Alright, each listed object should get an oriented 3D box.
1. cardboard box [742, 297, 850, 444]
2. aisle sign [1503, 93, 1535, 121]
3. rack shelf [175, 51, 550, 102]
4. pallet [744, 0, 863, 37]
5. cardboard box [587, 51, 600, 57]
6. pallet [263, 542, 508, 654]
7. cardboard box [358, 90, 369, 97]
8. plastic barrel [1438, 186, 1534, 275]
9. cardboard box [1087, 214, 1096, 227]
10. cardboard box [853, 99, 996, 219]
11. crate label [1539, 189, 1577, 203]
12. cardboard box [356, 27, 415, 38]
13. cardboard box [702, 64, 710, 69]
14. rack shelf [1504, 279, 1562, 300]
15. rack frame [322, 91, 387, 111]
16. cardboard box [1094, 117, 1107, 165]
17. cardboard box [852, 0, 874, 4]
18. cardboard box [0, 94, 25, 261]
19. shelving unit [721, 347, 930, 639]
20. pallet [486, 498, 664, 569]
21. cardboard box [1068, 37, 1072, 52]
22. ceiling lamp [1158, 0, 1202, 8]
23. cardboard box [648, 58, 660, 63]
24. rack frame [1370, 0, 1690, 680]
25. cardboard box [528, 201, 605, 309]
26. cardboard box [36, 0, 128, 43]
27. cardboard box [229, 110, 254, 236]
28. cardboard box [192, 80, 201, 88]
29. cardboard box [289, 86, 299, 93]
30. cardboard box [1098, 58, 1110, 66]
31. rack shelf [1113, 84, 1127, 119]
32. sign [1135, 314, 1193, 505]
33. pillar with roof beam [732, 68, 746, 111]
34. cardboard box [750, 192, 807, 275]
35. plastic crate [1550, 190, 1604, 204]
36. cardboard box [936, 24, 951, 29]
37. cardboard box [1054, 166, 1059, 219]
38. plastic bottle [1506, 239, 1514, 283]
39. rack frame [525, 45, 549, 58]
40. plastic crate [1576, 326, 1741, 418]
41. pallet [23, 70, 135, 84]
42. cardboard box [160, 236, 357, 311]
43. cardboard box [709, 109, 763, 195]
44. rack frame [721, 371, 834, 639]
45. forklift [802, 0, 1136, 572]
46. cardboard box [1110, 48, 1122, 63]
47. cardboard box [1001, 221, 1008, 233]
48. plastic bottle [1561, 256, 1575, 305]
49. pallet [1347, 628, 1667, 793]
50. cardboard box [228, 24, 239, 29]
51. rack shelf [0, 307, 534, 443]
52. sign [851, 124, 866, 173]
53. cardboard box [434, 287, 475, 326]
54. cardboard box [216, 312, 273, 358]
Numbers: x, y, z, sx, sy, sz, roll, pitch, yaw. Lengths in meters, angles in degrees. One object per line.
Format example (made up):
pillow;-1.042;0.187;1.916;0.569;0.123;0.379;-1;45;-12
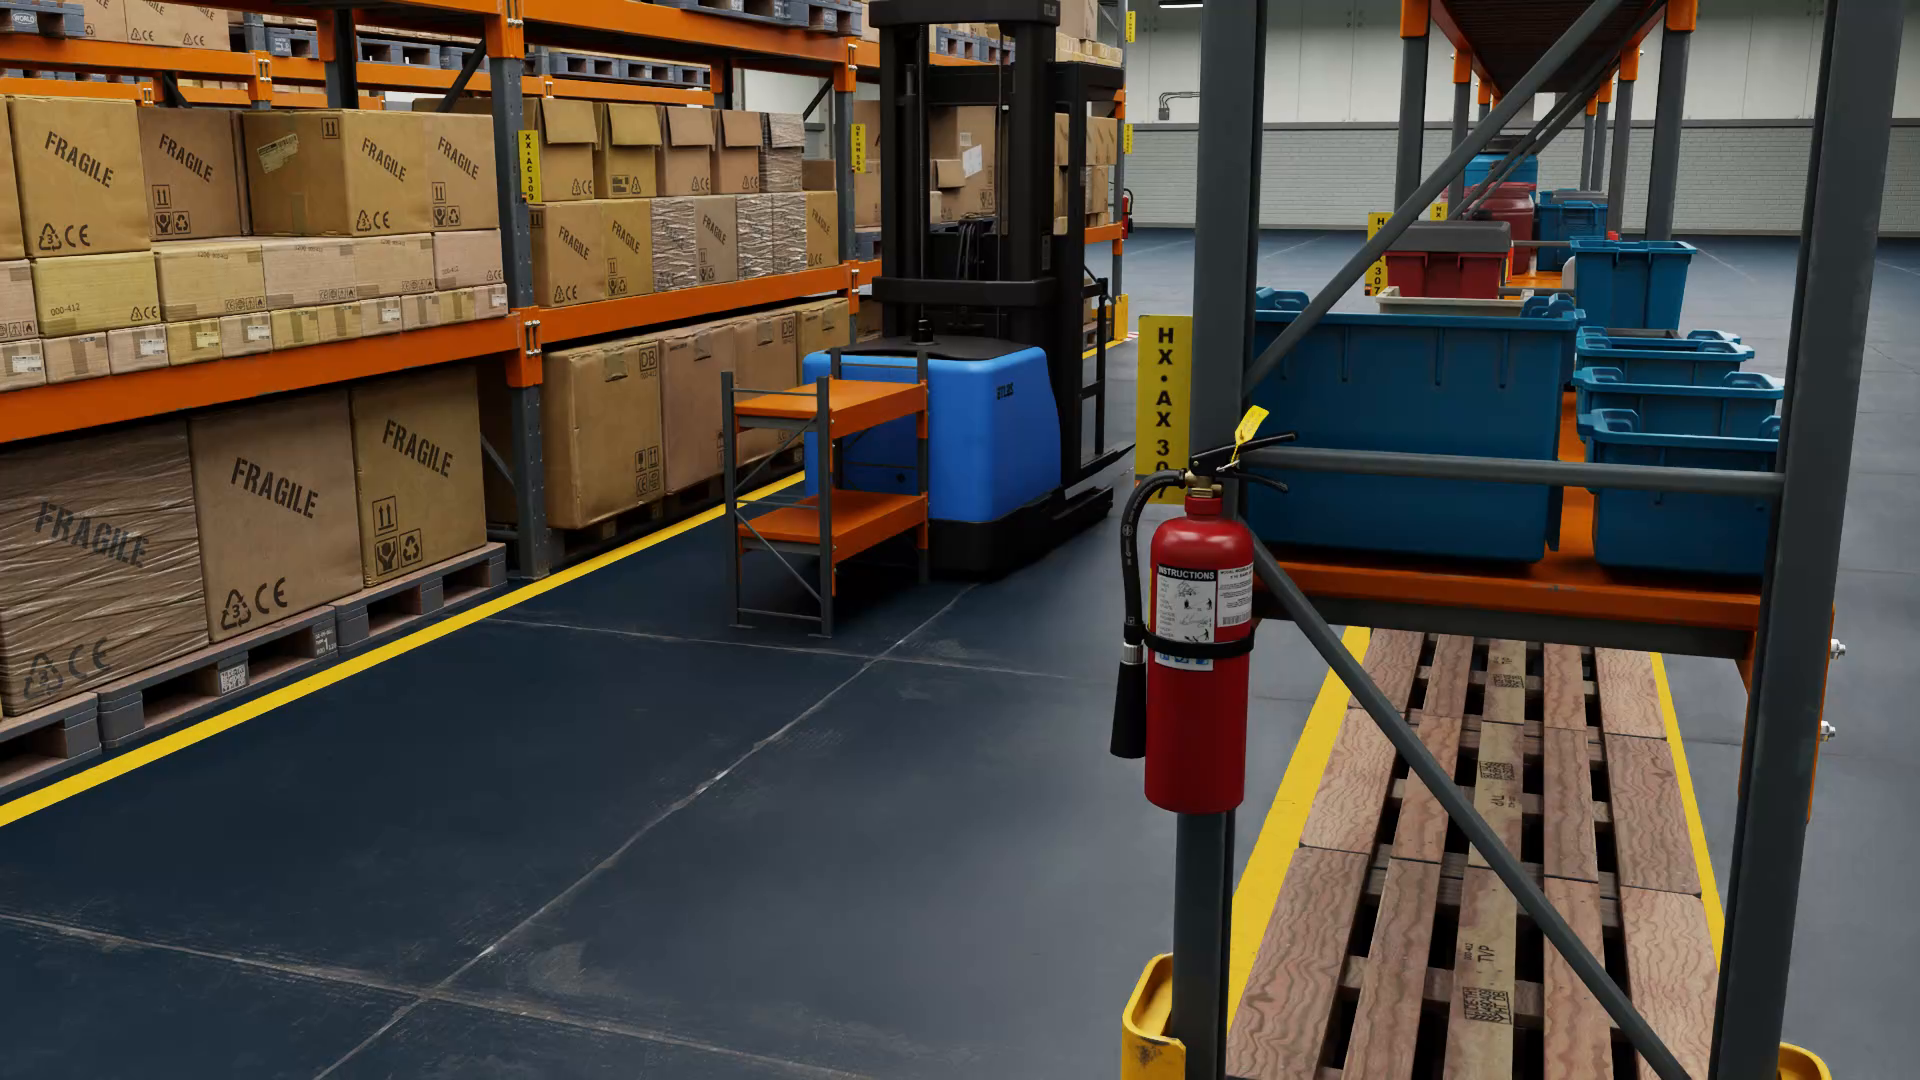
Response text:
cardboard box;-1.463;-1.172;11.215;1.225;0.875;0.875;4;13;16
aisle sign;5.801;-4.779;17.342;0.394;0.787;0.004;4;14;18
rack shelf;-5.233;-4.059;14.904;1.077;0.370;4.000;4;14;18
pallet;-1.378;-3.378;10.732;1.213;0.211;1.003;5;14;21
cardboard box;-3.983;-5.121;17.337;0.380;0.149;0.250;4;14;18
pallet;-2.834;0.209;7.599;1.003;0.211;1.213;4;14;18
cardboard box;-7.859;-5.790;21.438;0.380;0.149;0.250;4;14;19
plastic barrel;3.330;-1.977;10.601;0.600;0.536;0.708;4;14;18
cardboard box;1.262;-3.474;18.032;0.380;0.149;0.250;4;14;18
cardboard box;-0.315;-3.330;14.543;1.000;1.000;1.000;4;14;19
crate label;5.715;-3.085;15.686;0.502;0.435;0.616;4;14;18
cardboard box;-5.110;-4.548;14.465;0.500;0.311;0.500;4;13;17
cardboard box;-3.161;-5.656;19.683;0.380;0.149;0.250;4;14;19
rack shelf;2.820;-1.019;8.328;1.077;0.370;4.000;4;14;18
rack frame;-8.008;-4.545;22.161;1.000;3.000;0.127;4;14;18
cardboard box;1.268;-4.274;17.831;0.500;0.500;0.500;4;14;18
cardboard box;-0.824;-3.983;11.607;0.500;0.500;0.500;4;14;19
cardboard box;-3.236;-1.087;4.994;0.500;0.500;0.500;4;13;17
shelving unit;-0.583;-0.253;7.567;0.538;1.125;1.048;5;14;22
pallet;-2.336;-0.114;9.011;1.003;0.211;1.213;4;14;18
cardboard box;0.908;-4.953;16.649;0.380;0.149;0.250;5;14;20
ceiling lamp;6.159;-15.220;42.329;2.000;3.185;0.800;4;14;18
cardboard box;-3.573;-5.388;18.509;0.380;0.149;0.250;5;14;19
rack frame;2.172;-0.949;6.403;1.000;3.000;0.127;4;14;18
cardboard box;-2.129;-1.433;8.300;0.500;0.500;0.500;4;14;19
cardboard box;-6.140;-3.687;11.436;0.500;0.500;0.500;4;14;18
cardboard box;-3.078;-1.557;7.052;0.500;0.500;0.500;4;14;18
cardboard box;-8.856;-5.202;18.863;0.380;0.149;0.250;4;14;18
cardboard box;-8.300;-5.522;20.265;0.380;0.149;0.250;4;13;17
cardboard box;1.294;-4.996;17.732;0.500;0.250;0.500;4;14;19
rack shelf;0.721;-4.522;16.936;1.077;0.370;4.000;4;14;18
sign;0.352;-0.222;2.853;0.100;0.325;0.005;4;14;18
pillar with roof beam;-1.946;-12.488;43.480;9.100;9.000;0.548;4;14;18
cardboard box;-1.312;-1.970;10.653;0.500;0.500;0.500;4;14;18
plastic crate;4.894;-2.540;13.232;0.402;0.464;0.583;4;14;18
cardboard box;-0.475;-4.417;13.681;0.797;0.503;0.637;5;14;21
cardboard box;0.474;-3.376;16.147;0.875;0.500;0.500;4;14;18
plastic bottle;3.165;-1.651;9.761;0.152;0.276;0.135;4;14;18
rack frame;-4.586;-6.293;16.335;1.000;3.000;0.127;4;14;18
plastic crate;1.793;-0.423;4.340;0.416;0.233;0.300;4;14;18
pallet;-9.603;-4.952;17.622;1.213;0.211;1.003;4;14;18
cardboard box;-2.739;-1.049;6.510;0.500;0.250;0.500;5;14;20
cardboard box;-1.685;-2.395;10.263;0.797;0.503;0.637;5;14;20
rack frame;-0.780;-0.148;7.110;0.500;1.125;0.032;5;14;22
forklift;0.240;-1.557;9.223;1.130;2.935;3.031;5;14;22
cardboard box;1.574;-5.334;18.319;0.380;0.149;0.250;4;14;18
cardboard box;0.428;-2.891;15.477;0.380;0.149;0.250;4;14;18
plastic bottle;2.838;-1.164;7.626;0.152;0.276;0.135;4;14;18
pallet;1.971;0.569;6.023;1.003;0.211;1.213;4;14;18
cardboard box;-5.895;-4.270;13.569;0.380;0.166;0.250;4;14;18
rack shelf;-3.161;-0.533;6.200;1.077;0.370;4.000;4;14;18
sign;-0.694;-2.673;11.354;0.100;0.325;0.005;4;14;18
cardboard box;-2.386;-1.041;7.371;0.380;0.149;0.250;5;14;19
cardboard box;-2.802;-0.771;6.189;0.380;0.149;0.250;5;14;19
